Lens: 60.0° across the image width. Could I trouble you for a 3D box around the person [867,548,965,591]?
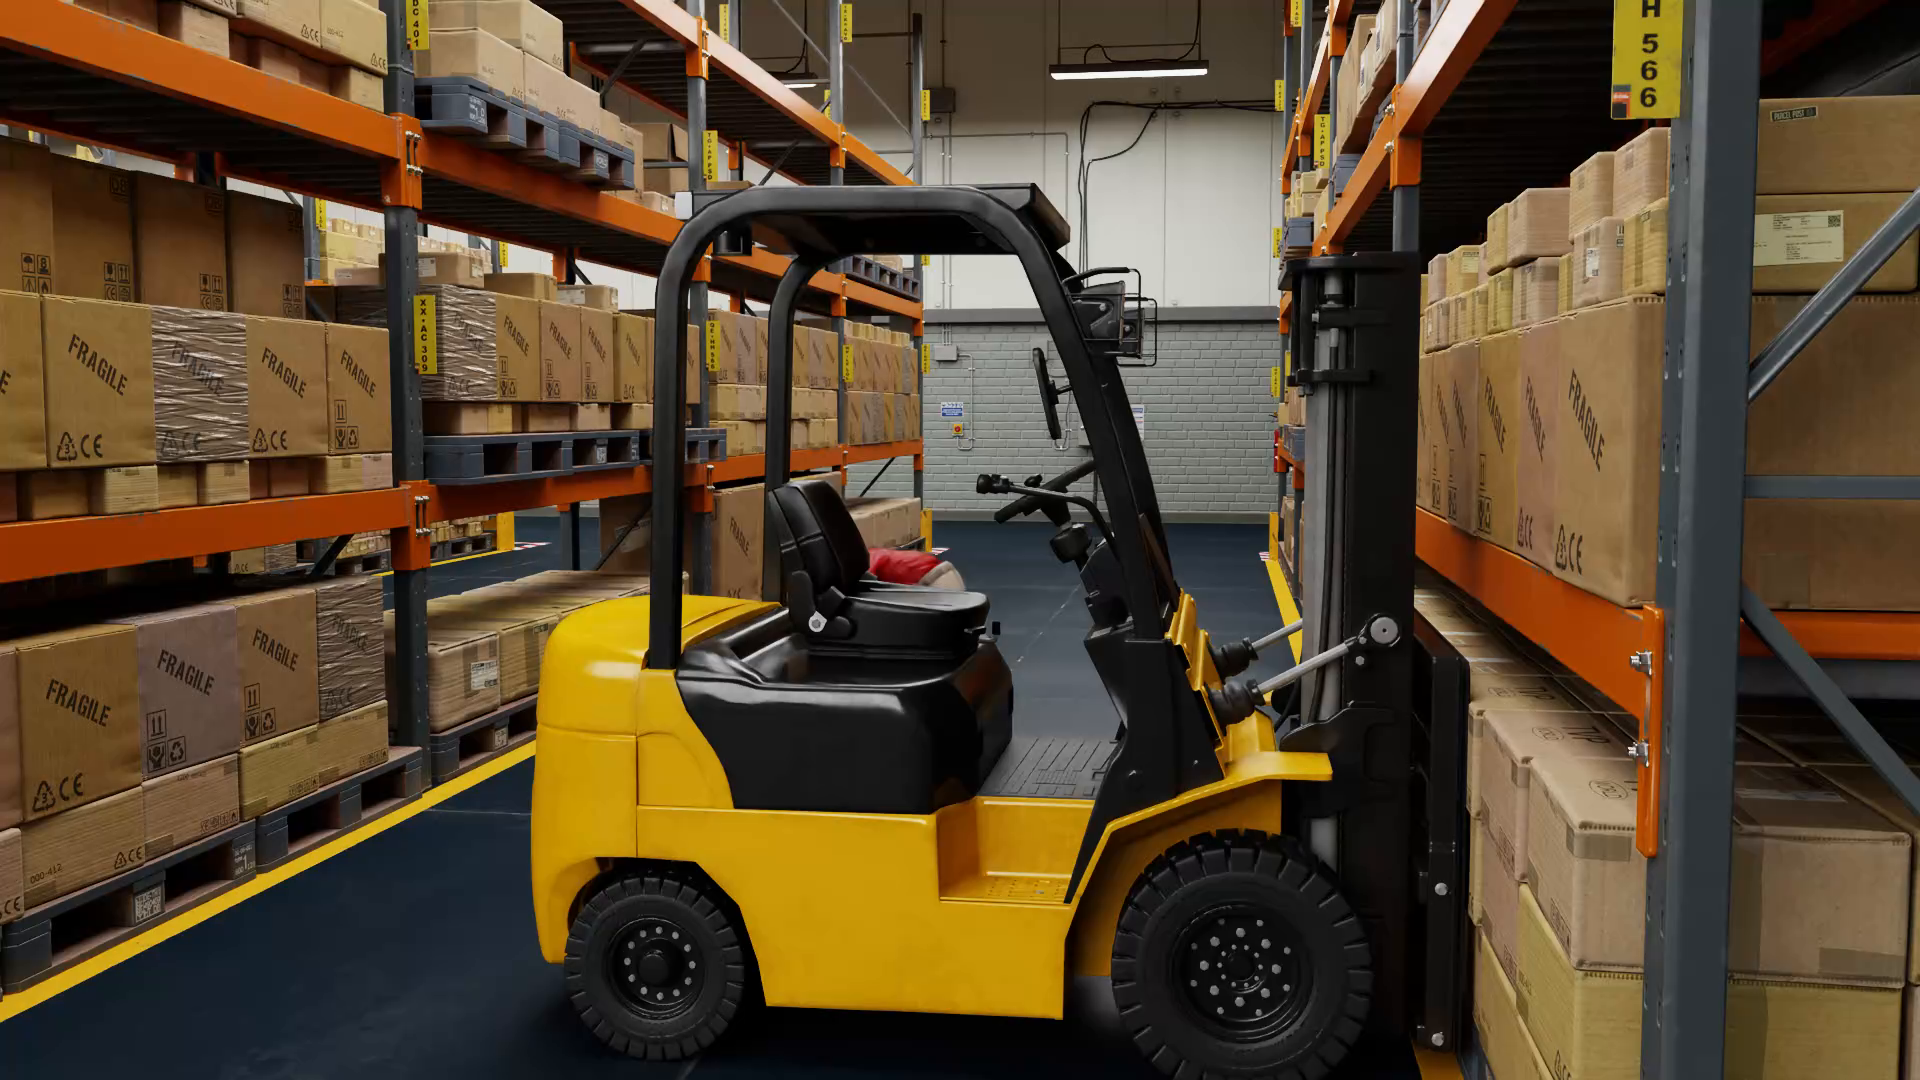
[{"bbox_3d":[-0.446,0.441,10.408,0.940,0.788,0.518,1,4,7],"label":"person"}]
